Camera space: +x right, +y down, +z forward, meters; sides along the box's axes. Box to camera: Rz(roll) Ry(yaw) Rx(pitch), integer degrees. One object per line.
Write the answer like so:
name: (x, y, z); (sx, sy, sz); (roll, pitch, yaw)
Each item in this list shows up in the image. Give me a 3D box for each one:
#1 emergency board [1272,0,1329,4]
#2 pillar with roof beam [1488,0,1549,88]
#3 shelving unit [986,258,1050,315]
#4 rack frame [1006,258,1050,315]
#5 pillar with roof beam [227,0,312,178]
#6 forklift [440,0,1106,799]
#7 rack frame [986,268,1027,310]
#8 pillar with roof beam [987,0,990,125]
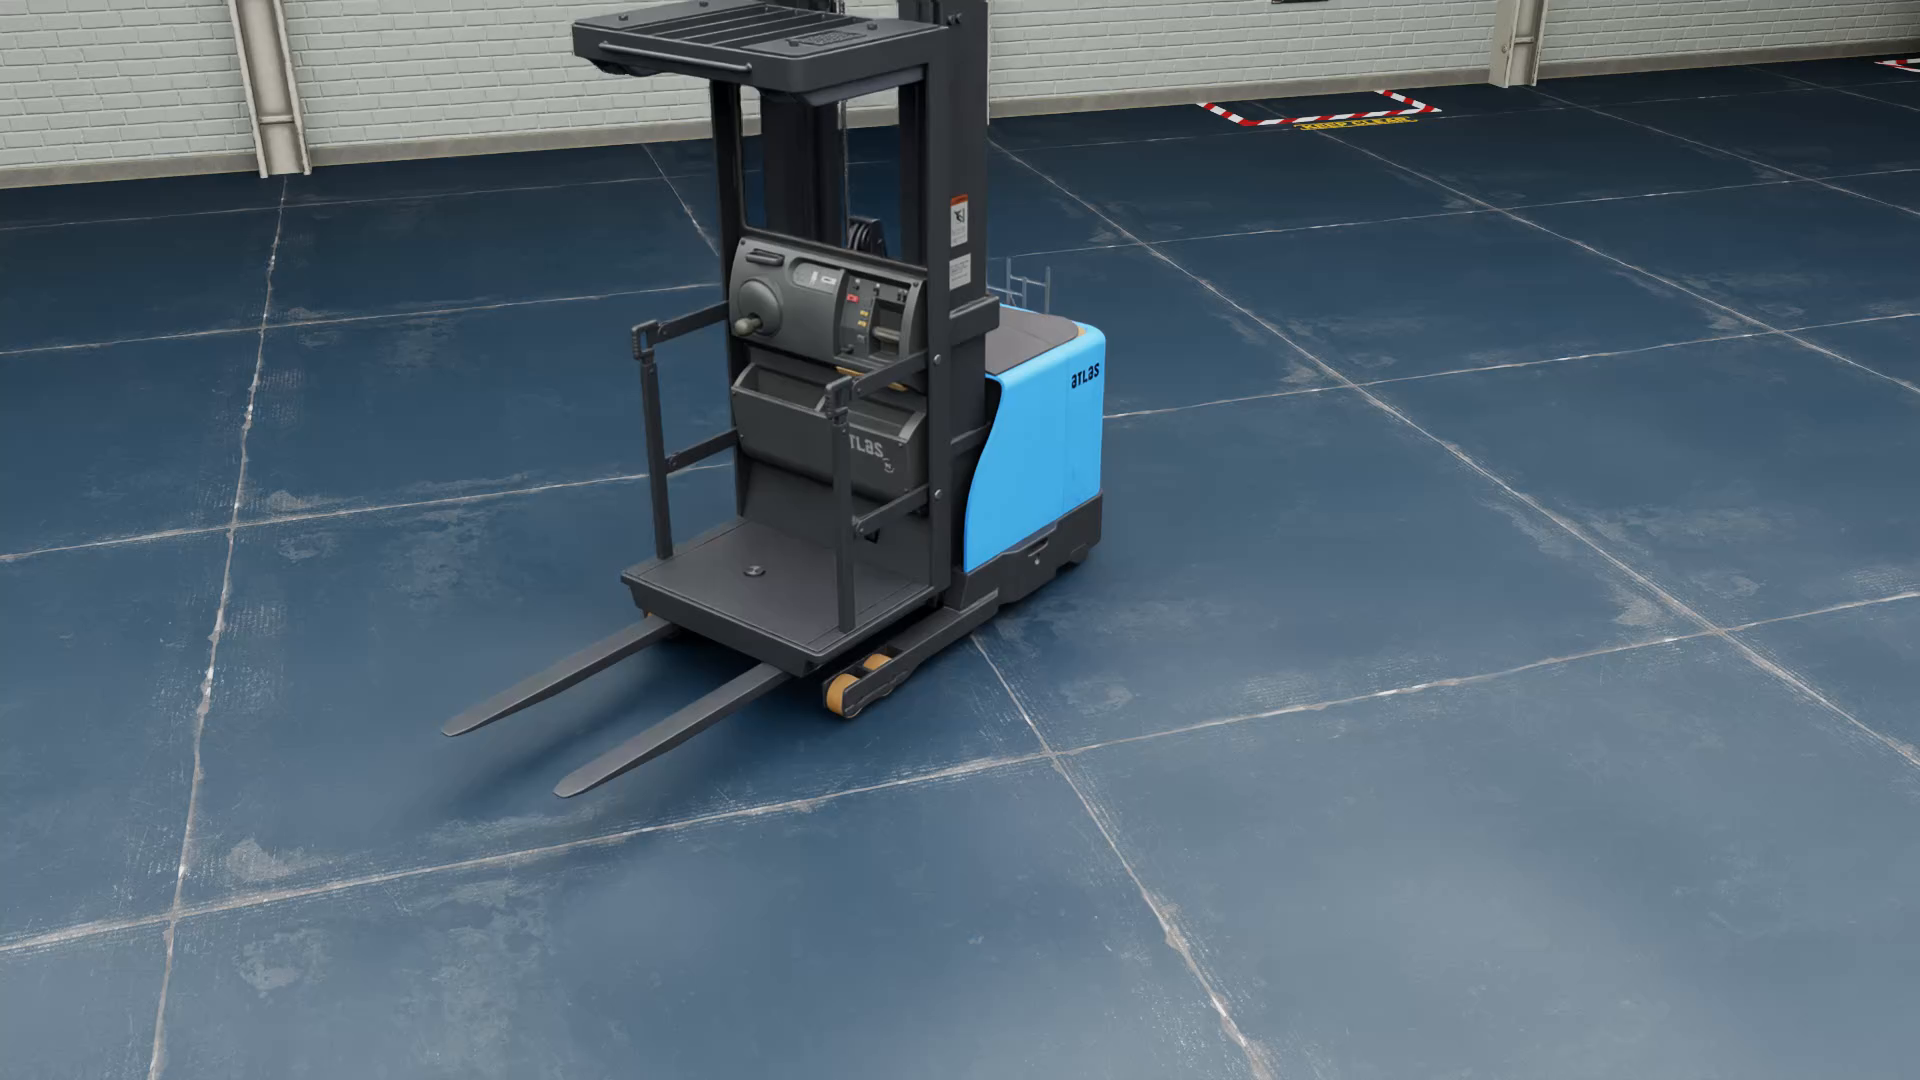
emergency board: (3.367, -5.778, 16.015); (0.626, 1.169, 0.157); (-8, 28, -16)
pillar with roof beam: (7.076, -6.962, 11.654); (0.400, 9.000, 9.100); (-8, 28, -16)
shelving unit: (0.256, -0.697, 7.805); (0.258, 1.200, 0.189); (19, 32, 33)
rack frame: (0.312, -0.730, 7.870); (0.240, 1.200, 0.006); (19, 32, 33)
pillar with roof beam: (-4.334, -5.310, 8.326); (0.400, 9.000, 9.100); (-8, 28, -16)
forklift: (-0.654, -0.879, 6.225); (1.130, 2.935, 3.031); (19, 32, 33)
rack frame: (0.200, -0.665, 7.741); (0.240, 1.200, 0.006); (19, 32, 33)
pillar with roof beam: (1.371, -6.136, 9.990); (0.400, 9.000, 9.100); (-8, 28, -16)
